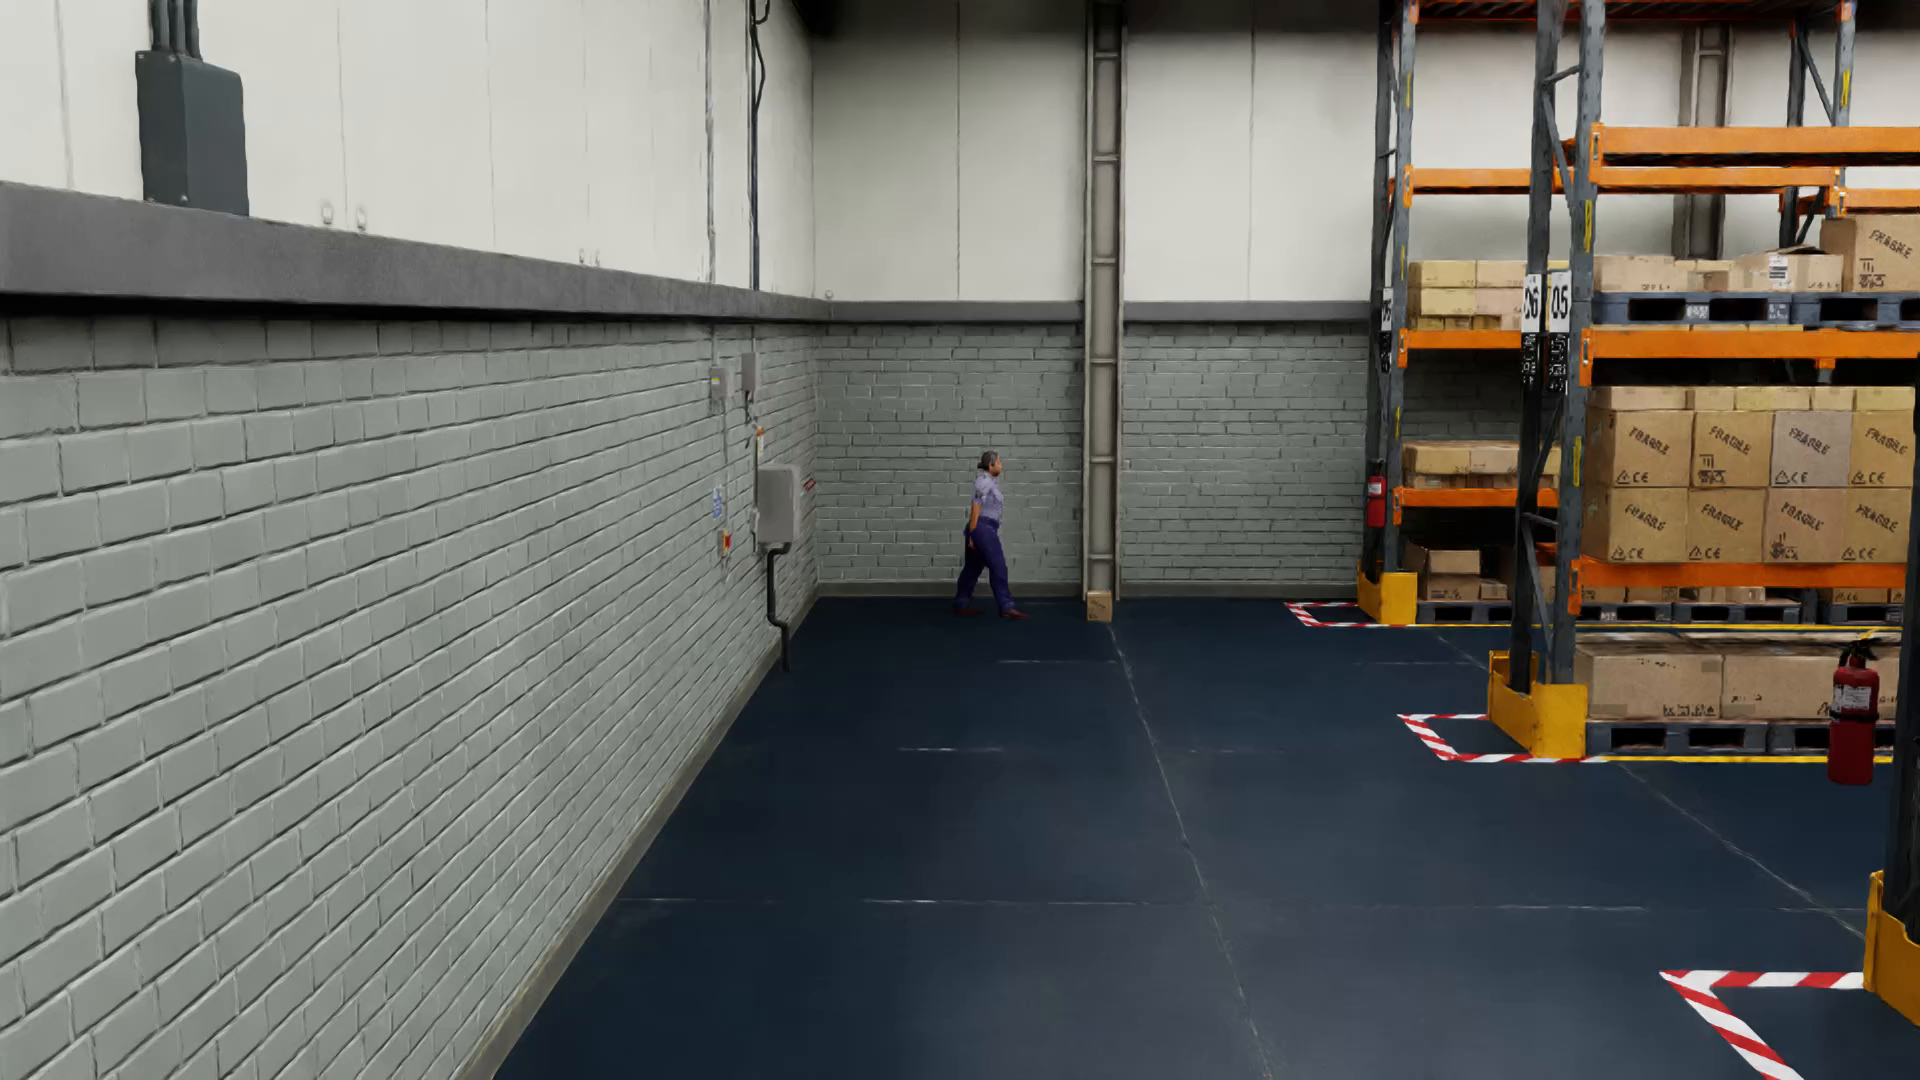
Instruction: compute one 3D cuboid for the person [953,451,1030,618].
[{"bbox_3d":[0.302,-0.063,16.267,0.750,1.626,0.506,0,7,-1],"label":"person"}]
